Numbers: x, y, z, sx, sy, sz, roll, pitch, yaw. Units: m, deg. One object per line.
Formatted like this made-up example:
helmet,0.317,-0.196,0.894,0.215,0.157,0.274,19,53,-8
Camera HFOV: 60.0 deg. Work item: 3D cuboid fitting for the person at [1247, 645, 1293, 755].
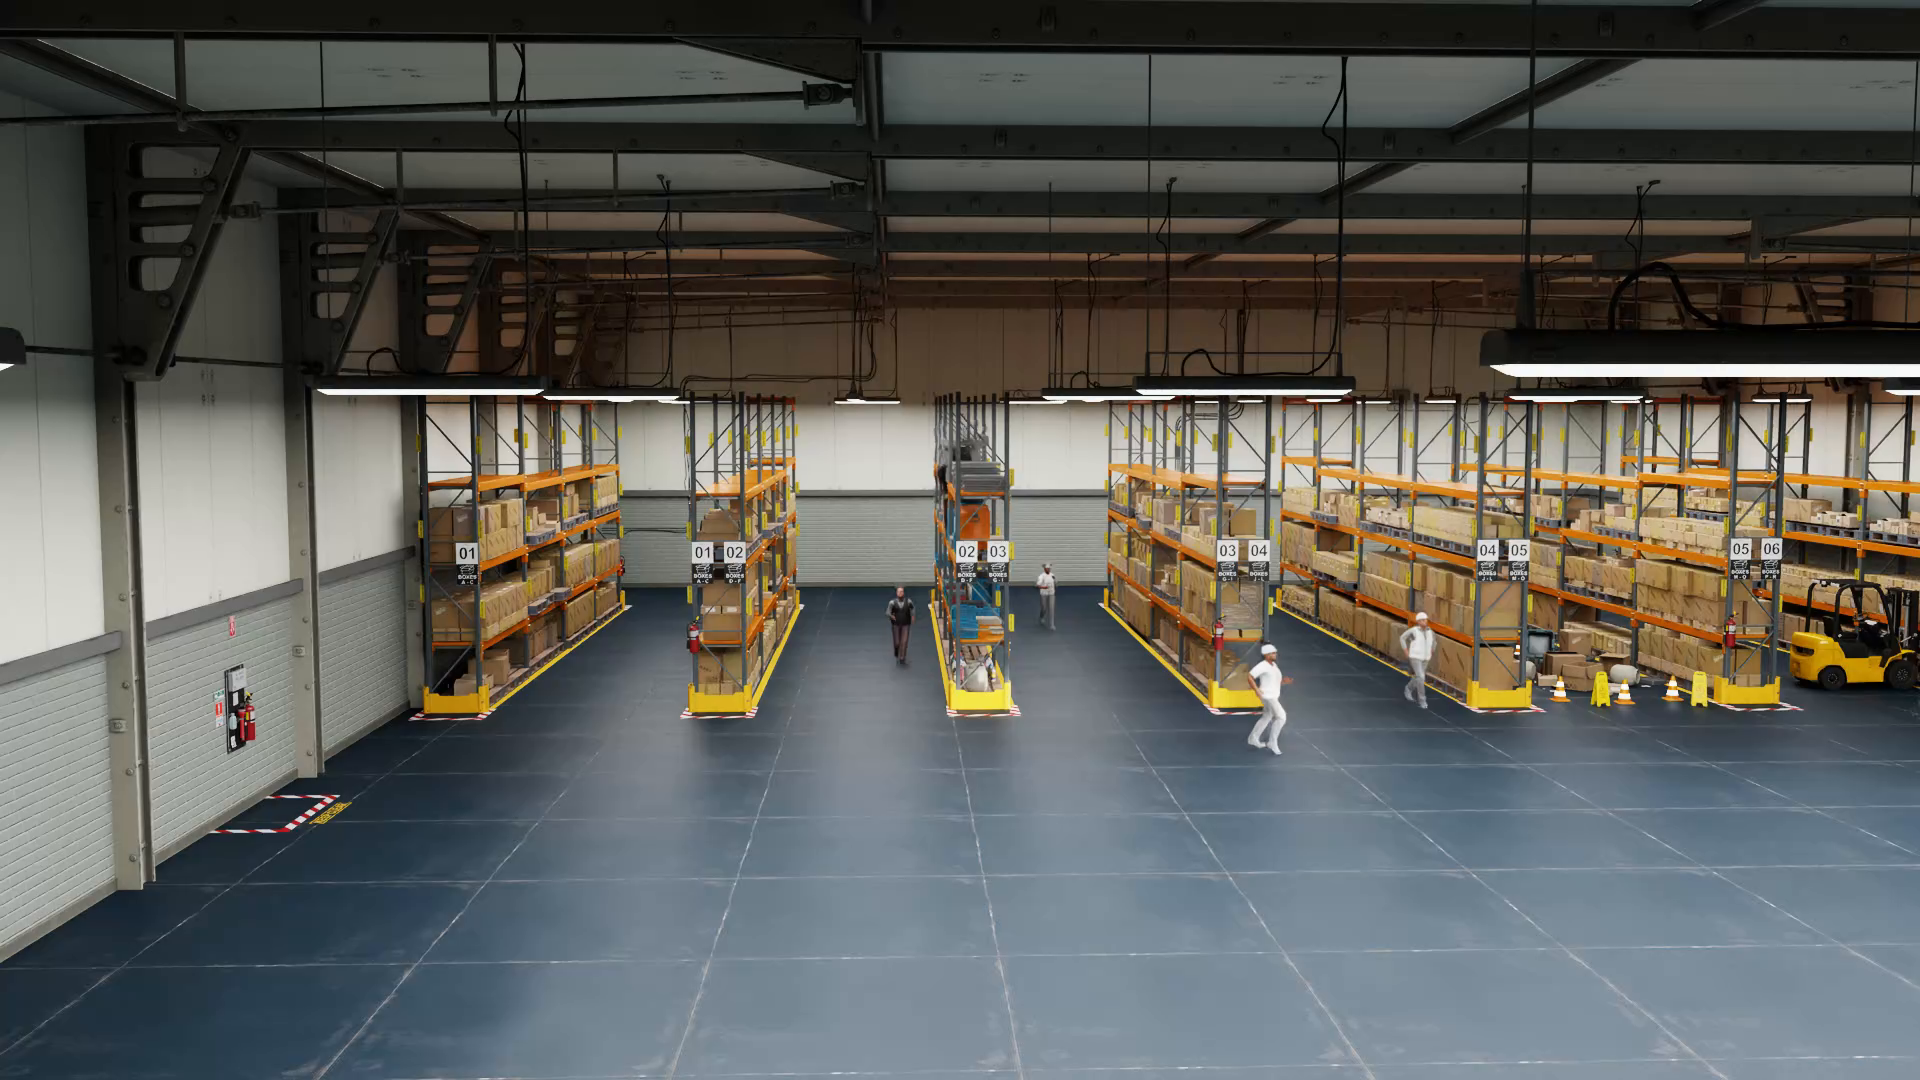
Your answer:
person,5.130,2.640,27.545,0.751,1.823,0.669,2,5,24

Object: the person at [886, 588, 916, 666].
person,-1.304,1.908,37.031,0.675,1.689,0.971,0,5,-4

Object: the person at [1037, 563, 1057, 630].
person,2.251,1.427,42.889,0.579,1.698,0.924,-1,5,-16

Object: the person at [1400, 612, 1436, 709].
person,8.830,2.286,31.923,0.663,1.810,0.878,-2,5,-22
